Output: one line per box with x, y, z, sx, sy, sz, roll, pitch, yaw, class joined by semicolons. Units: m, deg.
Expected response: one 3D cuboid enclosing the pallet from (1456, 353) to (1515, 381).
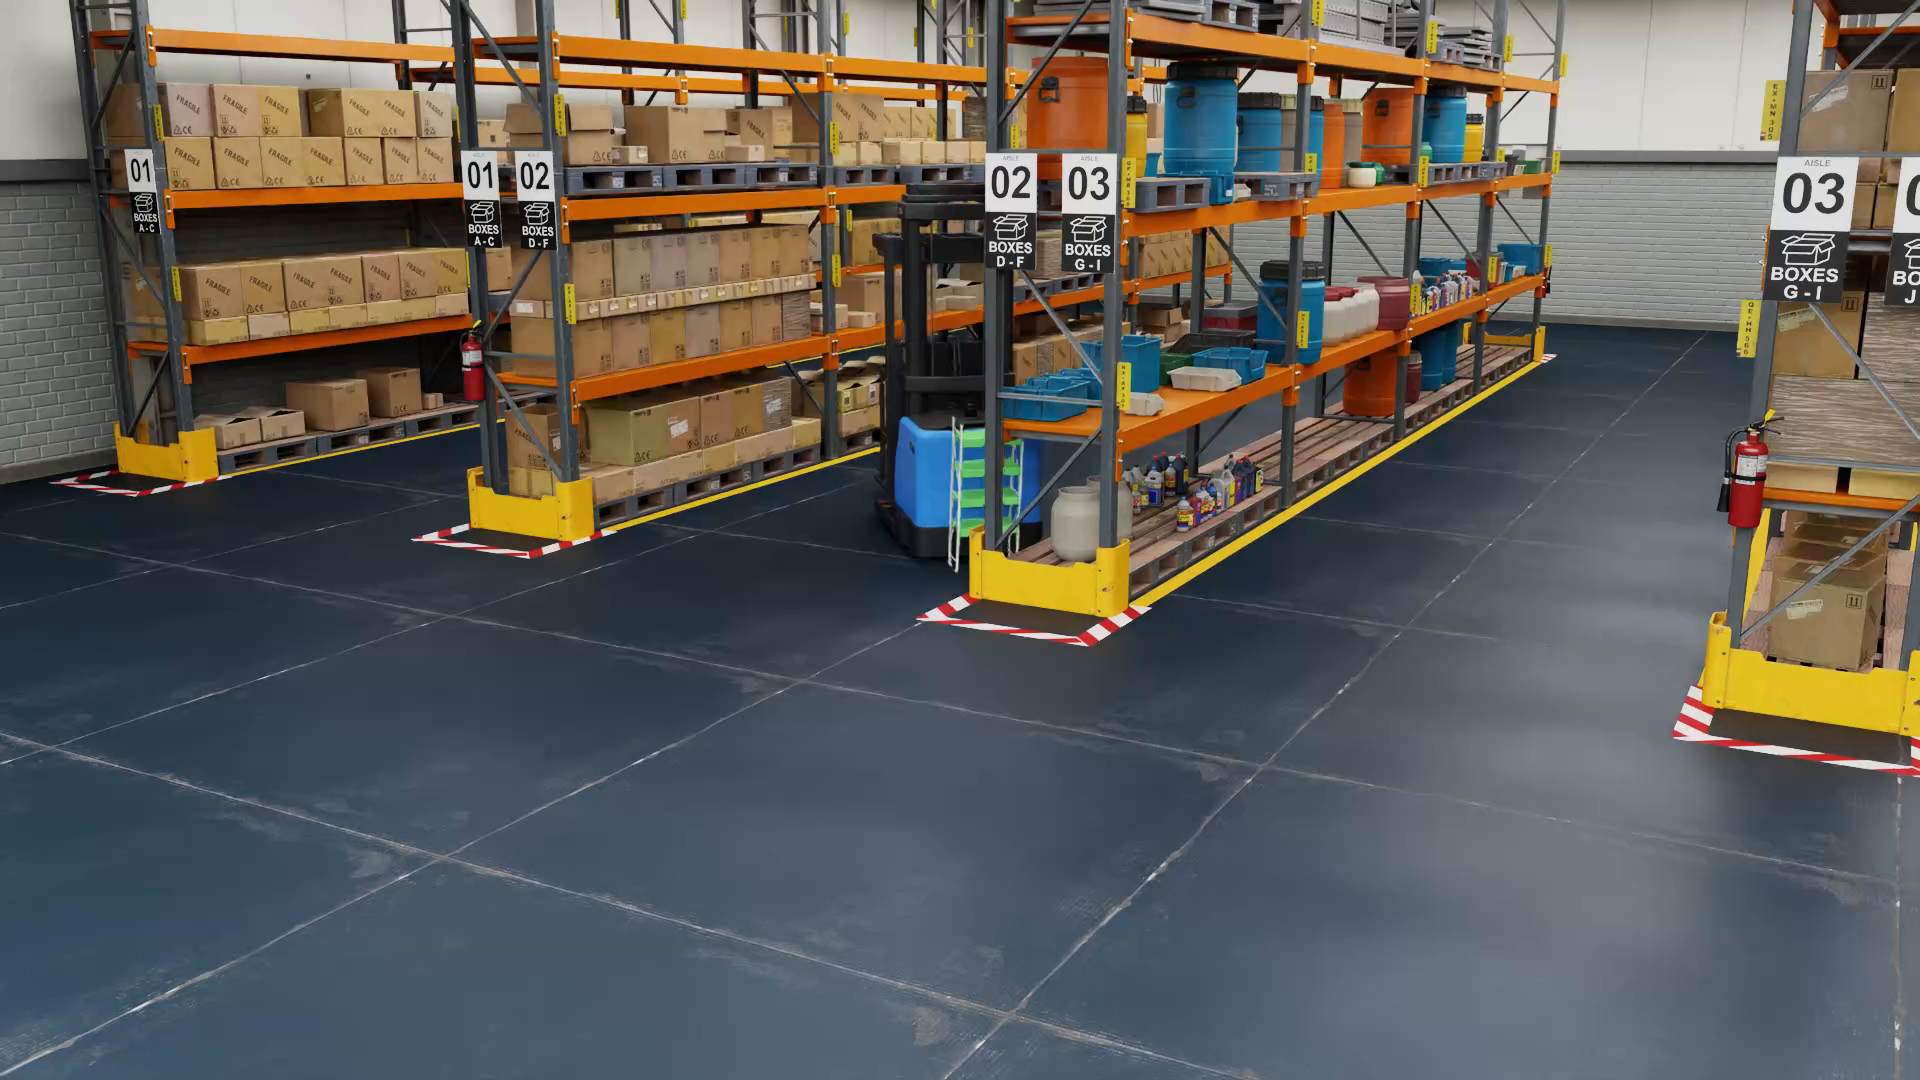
7.357;-2.498;23.946;1.003;0.211;1.213;7;15;28;pallet

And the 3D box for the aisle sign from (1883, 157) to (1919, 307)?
5.214;-1.641;8.895;0.394;0.787;0.004;7;15;28;aisle sign

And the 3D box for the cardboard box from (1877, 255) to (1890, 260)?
6.938;-1.801;12.121;0.500;0.500;0.500;7;15;28;cardboard box

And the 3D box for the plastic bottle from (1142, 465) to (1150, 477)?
1.618;-0.513;14.618;0.061;0.283;0.133;8;16;31;plastic bottle

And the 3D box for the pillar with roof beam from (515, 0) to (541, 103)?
-1.777;-6.009;19.759;9.100;9.000;0.400;7;15;28;pillar with roof beam

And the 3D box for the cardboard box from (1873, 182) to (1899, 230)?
5.440;-1.879;9.348;0.500;0.250;0.500;8;16;30;cardboard box

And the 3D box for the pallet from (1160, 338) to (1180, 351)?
3.034;-3.046;26.217;1.003;0.211;1.213;7;15;28;pallet

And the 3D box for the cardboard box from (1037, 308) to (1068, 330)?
1.182;-3.096;23.269;0.500;0.250;0.500;7;15;28;cardboard box

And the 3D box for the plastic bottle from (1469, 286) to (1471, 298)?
6.507;-3.206;21.357;0.097;0.201;0.097;0;14;0;plastic bottle

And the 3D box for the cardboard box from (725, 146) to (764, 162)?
-2.099;-3.698;15.913;0.380;0.149;0.250;7;15;28;cardboard box

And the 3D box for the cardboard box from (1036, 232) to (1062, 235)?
1.410;-4.042;23.290;0.700;0.500;0.500;10;17;37;cardboard box

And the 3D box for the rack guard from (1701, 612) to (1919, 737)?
5.018;0.775;9.751;1.175;0.500;0.348;7;15;28;rack guard

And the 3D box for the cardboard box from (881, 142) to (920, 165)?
-0.777;-4.343;18.671;0.500;0.250;0.500;6;15;23;cardboard box

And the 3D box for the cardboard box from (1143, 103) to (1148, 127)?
2.314;-6.106;24.215;0.700;0.500;0.500;7;15;28;cardboard box

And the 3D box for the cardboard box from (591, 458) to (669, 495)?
-2.996;-0.603;15.104;0.500;0.250;0.500;7;15;28;cardboard box

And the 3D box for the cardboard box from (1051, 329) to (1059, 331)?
1.169;-2.724;23.327;0.500;0.500;0.500;8;15;29;cardboard box

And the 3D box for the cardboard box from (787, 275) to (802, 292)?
-1.820;-2.601;16.827;0.380;0.149;0.250;7;15;27;cardboard box

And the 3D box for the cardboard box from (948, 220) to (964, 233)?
-0.530;-5.431;29.519;0.980;0.700;0.700;8;16;31;cardboard box

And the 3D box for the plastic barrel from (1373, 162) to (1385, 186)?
4.438;-3.953;17.961;0.294;0.245;0.294;0;14;0;plastic barrel

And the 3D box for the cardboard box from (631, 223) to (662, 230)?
-4.300;-4.253;22.738;0.380;0.149;0.250;5;15;21;cardboard box

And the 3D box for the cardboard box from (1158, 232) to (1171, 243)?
2.835;-4.715;24.843;0.500;0.500;0.500;7;15;26;cardboard box

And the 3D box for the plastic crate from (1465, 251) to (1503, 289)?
7.098;-3.662;22.560;0.402;0.464;0.583;7;15;28;plastic crate

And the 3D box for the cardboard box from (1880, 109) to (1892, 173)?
7.229;-3.043;12.738;0.797;0.503;0.637;7;15;25;cardboard box

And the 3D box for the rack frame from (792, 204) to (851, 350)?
-2.226;-4.570;26.589;1.000;3.000;0.127;7;15;28;rack frame

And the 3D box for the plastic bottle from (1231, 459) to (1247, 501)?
2.427;-0.528;14.537;0.144;0.351;0.185;7;15;25;plastic bottle

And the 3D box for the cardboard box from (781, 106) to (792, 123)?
-2.766;-6.489;25.399;0.500;0.250;0.500;9;16;32;cardboard box

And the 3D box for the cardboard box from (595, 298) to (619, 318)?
-3.185;-2.022;14.423;0.380;0.149;0.250;7;15;27;cardboard box

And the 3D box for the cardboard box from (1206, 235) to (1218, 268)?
3.820;-4.649;26.704;0.500;0.500;0.500;8;15;29;cardboard box

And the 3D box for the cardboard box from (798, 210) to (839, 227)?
-2.228;-5.013;25.934;0.500;0.250;0.500;8;16;29;cardboard box

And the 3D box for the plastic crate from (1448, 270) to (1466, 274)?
7.025;-3.740;23.580;0.293;0.136;0.466;7;15;28;plastic crate

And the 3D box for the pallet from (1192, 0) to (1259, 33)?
1.616;-4.013;12.734;1.003;0.211;1.213;7;15;28;pallet

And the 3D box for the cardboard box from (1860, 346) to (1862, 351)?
5.939;-1.042;11.109;0.875;0.500;0.500;7;15;28;cardboard box

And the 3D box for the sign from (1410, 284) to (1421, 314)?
4.998;-2.645;18.257;0.100;0.325;0.005;7;15;28;sign

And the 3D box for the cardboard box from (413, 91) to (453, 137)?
-6.098;-4.798;18.744;0.500;0.500;0.500;6;15;23;cardboard box

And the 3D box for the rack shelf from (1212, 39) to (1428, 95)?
3.546;-4.589;16.255;1.077;0.370;4.000;7;15;28;rack shelf

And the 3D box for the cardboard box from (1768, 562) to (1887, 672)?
5.298;0.461;10.160;0.500;0.500;0.500;11;17;38;cardboard box

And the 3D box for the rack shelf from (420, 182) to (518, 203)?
-5.127;-4.447;21.216;1.077;0.370;4.000;7;15;28;rack shelf

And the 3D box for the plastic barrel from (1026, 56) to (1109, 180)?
0.769;-2.971;11.743;0.600;0.830;0.708;7;15;28;plastic barrel

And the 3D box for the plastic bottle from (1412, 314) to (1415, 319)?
5.132;-2.623;18.937;0.097;0.201;0.097;0;14;0;plastic bottle

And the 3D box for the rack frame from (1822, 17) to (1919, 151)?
6.915;-4.161;12.094;1.000;3.000;0.127;7;15;28;rack frame

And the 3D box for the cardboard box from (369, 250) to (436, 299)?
-6.287;-2.995;18.733;0.500;0.500;0.500;7;15;28;cardboard box

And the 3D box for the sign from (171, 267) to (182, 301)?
-7.552;-2.467;16.020;0.100;0.325;0.005;7;15;28;sign

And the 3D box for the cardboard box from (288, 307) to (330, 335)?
-7.023;-2.321;17.537;0.500;0.250;0.500;7;15;27;cardboard box

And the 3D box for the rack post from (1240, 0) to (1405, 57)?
3.456;-5.233;16.115;1.013;1.000;3.121;7;15;28;rack post

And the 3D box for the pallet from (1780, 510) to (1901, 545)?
7.290;-0.049;13.787;1.003;0.211;1.213;7;15;28;pallet

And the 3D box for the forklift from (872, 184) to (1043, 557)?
-0.143;-1.584;14.350;1.130;2.935;3.031;-3;14;-12;forklift

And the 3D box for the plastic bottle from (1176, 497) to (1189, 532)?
1.795;-0.210;13.386;0.097;0.271;0.097;0;14;0;plastic bottle

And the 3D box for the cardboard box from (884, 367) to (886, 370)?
-0.595;-1.880;19.207;0.500;0.311;0.500;8;16;30;cardboard box

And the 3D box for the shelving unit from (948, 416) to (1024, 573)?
0.199;-0.363;12.924;0.503;1.200;0.258;-4;21;-15;shelving unit

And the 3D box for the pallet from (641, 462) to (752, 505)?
-2.765;-0.603;16.083;1.003;0.211;1.213;7;15;28;pallet

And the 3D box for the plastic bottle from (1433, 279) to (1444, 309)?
5.756;-2.972;20.065;0.144;0.351;0.185;7;15;28;plastic bottle

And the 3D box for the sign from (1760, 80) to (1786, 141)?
4.505;-2.380;9.216;0.100;0.325;0.005;7;15;28;sign

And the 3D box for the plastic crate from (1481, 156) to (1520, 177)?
7.287;-5.066;22.525;0.497;0.269;0.590;7;15;28;plastic crate

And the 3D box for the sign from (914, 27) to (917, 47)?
-0.775;-8.902;29.428;0.100;0.325;0.005;7;15;28;sign

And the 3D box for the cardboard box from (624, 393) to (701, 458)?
-2.764;-1.071;15.447;0.500;0.500;0.500;7;15;28;cardboard box

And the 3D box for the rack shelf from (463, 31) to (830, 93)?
-2.722;-4.330;15.182;1.077;0.370;4.000;7;15;28;rack shelf

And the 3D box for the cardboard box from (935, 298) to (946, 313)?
-0.389;-2.799;19.778;0.380;0.149;0.250;9;16;32;cardboard box

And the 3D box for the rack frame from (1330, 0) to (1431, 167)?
4.513;-5.543;17.826;1.000;3.000;0.127;7;15;28;rack frame
